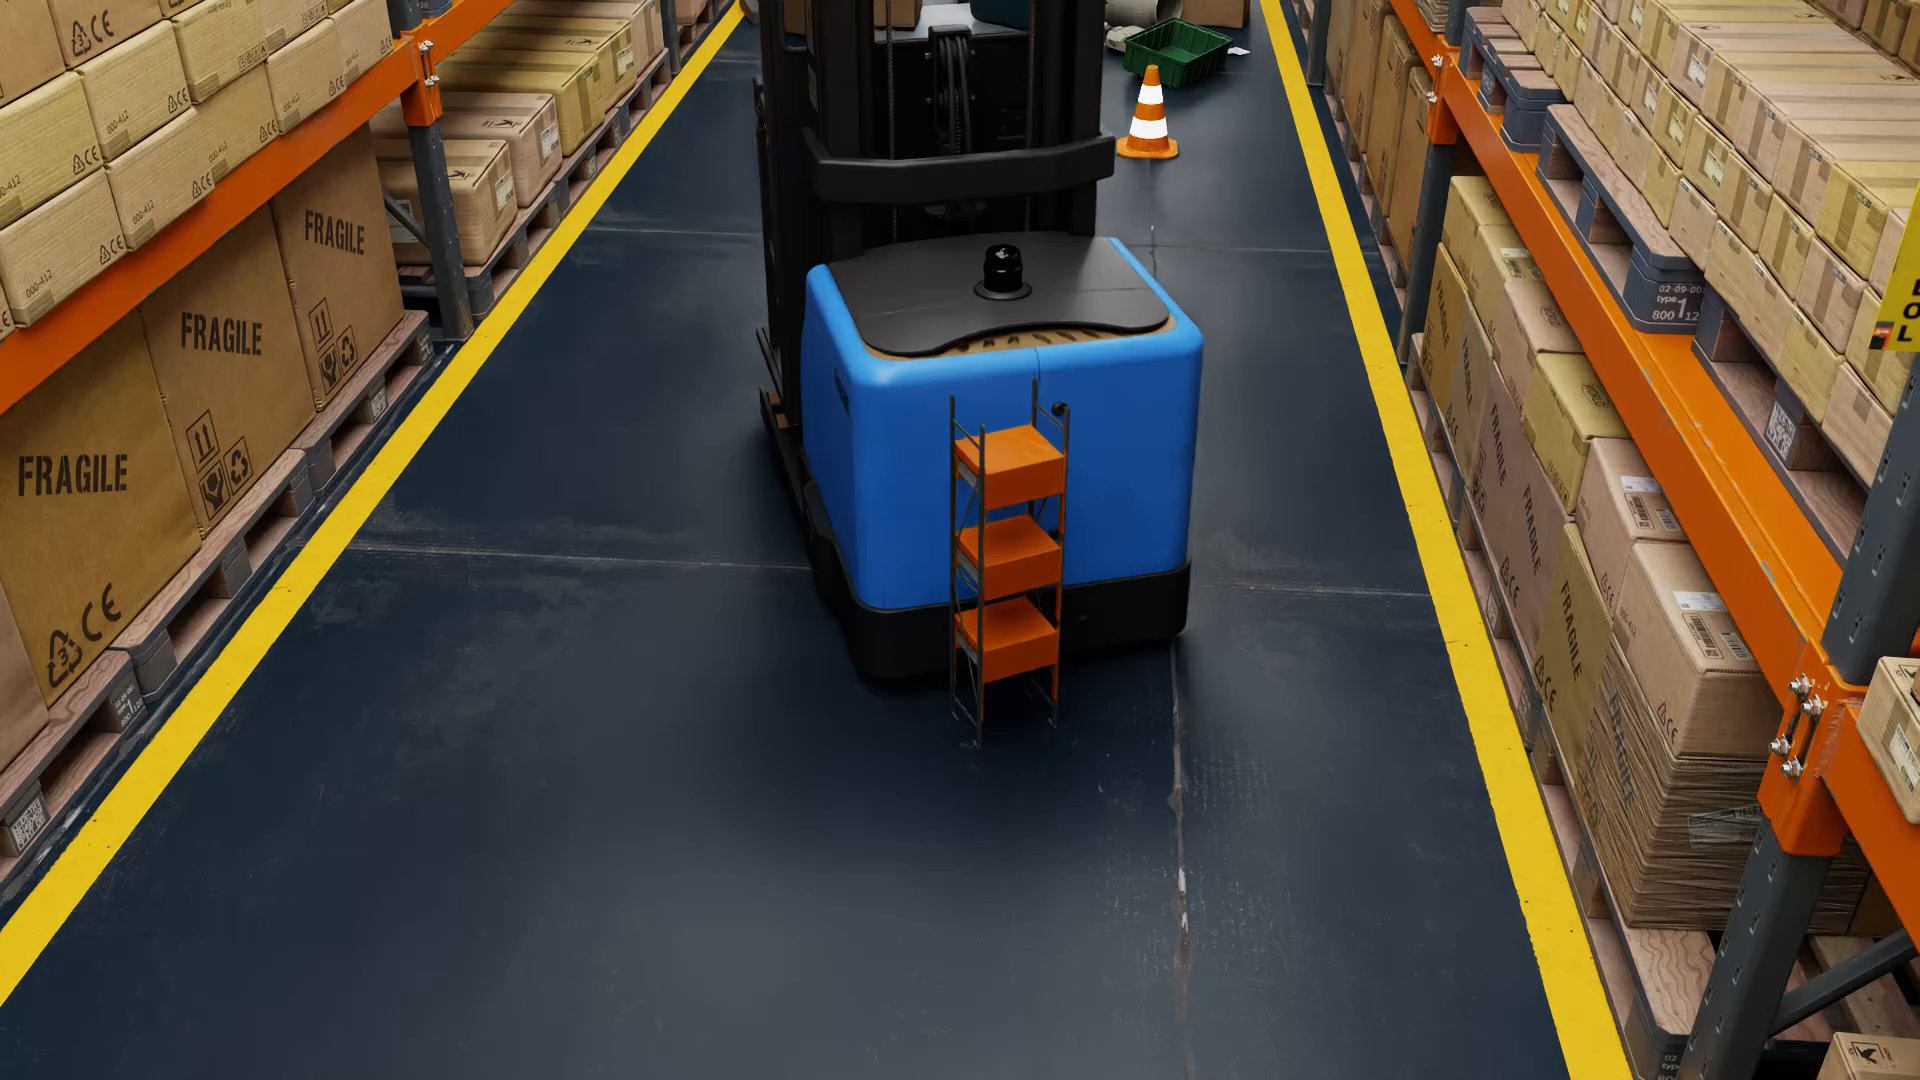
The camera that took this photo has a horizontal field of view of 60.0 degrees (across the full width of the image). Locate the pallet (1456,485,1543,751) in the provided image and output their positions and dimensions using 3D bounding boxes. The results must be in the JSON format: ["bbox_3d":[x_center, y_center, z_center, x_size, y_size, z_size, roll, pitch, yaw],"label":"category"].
[{"bbox_3d":[2.168,0.224,5.186,1.003,0.211,1.213,2,32,4],"label":"pallet"}]

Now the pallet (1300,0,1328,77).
[{"bbox_3d":[2.800,-3.307,10.915,1.003,0.211,1.213,2,32,4],"label":"pallet"}]

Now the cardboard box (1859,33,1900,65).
[{"bbox_3d":[2.645,-1.254,4.482,0.380,0.149,0.250,3,32,5],"label":"cardboard box"}]

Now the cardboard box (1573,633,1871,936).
[{"bbox_3d":[1.818,0.571,3.947,0.500,0.500,0.500,2,32,3],"label":"cardboard box"}]

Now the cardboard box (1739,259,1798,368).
[{"bbox_3d":[1.887,-0.471,3.494,0.380,0.149,0.250,2,32,4],"label":"cardboard box"}]

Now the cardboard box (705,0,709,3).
[{"bbox_3d":[-1.932,-3.843,11.348,0.500,0.250,0.500,4,32,7],"label":"cardboard box"}]

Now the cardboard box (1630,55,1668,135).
[{"bbox_3d":[1.974,-1.148,4.309,0.380,0.149,0.250,4,32,6],"label":"cardboard box"}]

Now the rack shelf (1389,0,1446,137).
[{"bbox_3d":[2.497,-2.748,8.036,1.077,0.370,4.000,2,32,4],"label":"rack shelf"}]

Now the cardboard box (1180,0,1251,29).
[{"bbox_3d":[1.764,-3.892,11.587,0.500,0.500,0.500,8,32,12],"label":"cardboard box"}]

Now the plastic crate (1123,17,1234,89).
[{"bbox_3d":[1.369,-3.074,10.505,0.450,0.188,0.662,29,41,23],"label":"plastic crate"}]

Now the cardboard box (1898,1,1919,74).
[{"bbox_3d":[2.622,-1.245,4.184,0.380,0.149,0.250,3,32,5],"label":"cardboard box"}]

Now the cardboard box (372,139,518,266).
[{"bbox_3d":[-2.551,-1.522,7.465,0.950,0.372,0.625,0,32,1],"label":"cardboard box"}]

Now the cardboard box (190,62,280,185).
[{"bbox_3d":[-2.473,-1.297,5.139,0.500,0.250,0.500,2,32,3],"label":"cardboard box"}]

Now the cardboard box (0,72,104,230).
[{"bbox_3d":[-2.534,-0.979,4.146,0.500,0.250,0.500,3,32,5],"label":"cardboard box"}]

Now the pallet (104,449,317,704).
[{"bbox_3d":[-2.849,0.065,5.443,1.003,0.211,1.213,2,32,4],"label":"pallet"}]

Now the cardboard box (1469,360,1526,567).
[{"bbox_3d":[1.948,-0.232,5.250,0.500,0.500,0.500,2,32,3],"label":"cardboard box"}]

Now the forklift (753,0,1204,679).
[{"bbox_3d":[-0.147,-1.599,5.551,1.130,2.935,3.031,-7,32,-12],"label":"forklift"}]

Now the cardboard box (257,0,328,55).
[{"bbox_3d":[-2.432,-1.784,5.451,0.500,0.250,0.500,2,32,3],"label":"cardboard box"}]

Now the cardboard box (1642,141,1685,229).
[{"bbox_3d":[1.947,-0.886,4.168,0.380,0.149,0.250,4,32,6],"label":"cardboard box"}]

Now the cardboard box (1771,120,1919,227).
[{"bbox_3d":[1.891,-0.736,3.357,0.380,0.149,0.250,1,32,2],"label":"cardboard box"}]

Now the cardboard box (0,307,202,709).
[{"bbox_3d":[-2.896,-0.150,4.759,0.875,0.875,0.875,3,32,5],"label":"cardboard box"}]

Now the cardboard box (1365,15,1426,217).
[{"bbox_3d":[2.542,-2.001,7.882,1.050,0.750,0.750,3,32,5],"label":"cardboard box"}]

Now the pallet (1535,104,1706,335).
[{"bbox_3d":[2.214,-0.890,4.518,1.003,0.211,1.213,2,32,4],"label":"pallet"}]

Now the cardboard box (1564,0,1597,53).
[{"bbox_3d":[2.036,-1.549,4.960,0.380,0.149,0.250,3,32,4],"label":"cardboard box"}]

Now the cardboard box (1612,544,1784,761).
[{"bbox_3d":[1.818,0.249,3.754,0.500,0.250,0.500,2,32,3],"label":"cardboard box"}]

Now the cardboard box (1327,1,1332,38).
[{"bbox_3d":[2.781,-3.700,10.520,0.875,0.875,0.875,3,32,5],"label":"cardboard box"}]

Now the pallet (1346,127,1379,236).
[{"bbox_3d":[2.576,-1.866,8.577,1.003,0.211,1.213,2,32,4],"label":"pallet"}]

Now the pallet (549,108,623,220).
[{"bbox_3d":[-2.440,-2.025,8.834,1.003,0.211,1.213,2,32,4],"label":"pallet"}]

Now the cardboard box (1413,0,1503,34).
[{"bbox_3d":[2.104,-2.298,6.524,0.500,0.500,0.500,2,32,4],"label":"cardboard box"}]

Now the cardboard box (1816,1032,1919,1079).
[{"bbox_3d":[1.774,1.036,2.960,0.380,0.149,0.250,4,32,6],"label":"cardboard box"}]

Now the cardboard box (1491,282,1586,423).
[{"bbox_3d":[1.943,-0.569,5.081,0.500,0.250,0.500,3,32,4],"label":"cardboard box"}]

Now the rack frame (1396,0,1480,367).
[{"bbox_3d":[2.335,-2.008,6.150,1.000,3.000,0.127,2,32,4],"label":"rack frame"}]

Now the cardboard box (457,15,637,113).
[{"bbox_3d":[-2.377,-2.668,9.325,0.950,0.372,0.625,4,32,7],"label":"cardboard box"}]

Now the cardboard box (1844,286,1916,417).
[{"bbox_3d":[1.844,-0.332,2.985,0.380,0.149,0.250,3,32,5],"label":"cardboard box"}]

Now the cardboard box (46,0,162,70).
[{"bbox_3d":[-2.518,-1.561,4.376,0.500,0.500,0.500,2,32,3],"label":"cardboard box"}]

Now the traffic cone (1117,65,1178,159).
[{"bbox_3d":[1.046,-2.383,9.176,0.336,0.463,0.334,2,32,4],"label":"traffic cone"}]

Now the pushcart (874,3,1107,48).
[{"bbox_3d":[-0.005,-3.071,10.373,1.648,0.377,0.936,-8,33,-13],"label":"pushcart"}]

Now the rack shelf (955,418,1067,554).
[{"bbox_3d":[0.128,-0.147,4.466,0.240,0.259,0.215,-14,35,-21],"label":"rack shelf"}]

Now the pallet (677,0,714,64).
[{"bbox_3d":[-2.262,-3.424,11.105,1.003,0.211,1.213,2,32,4],"label":"pallet"}]

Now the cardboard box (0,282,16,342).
[{"bbox_3d":[-2.593,-0.501,3.847,0.500,0.250,0.500,2,32,3],"label":"cardboard box"}]

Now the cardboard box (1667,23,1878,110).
[{"bbox_3d":[1.954,-1.142,4.015,0.380,0.149,0.250,1,32,2],"label":"cardboard box"}]

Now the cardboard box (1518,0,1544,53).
[{"bbox_3d":[2.075,-1.715,5.512,0.380,0.149,0.250,4,32,6],"label":"cardboard box"}]

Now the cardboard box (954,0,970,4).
[{"bbox_3d":[0.356,-3.829,11.355,0.797,0.637,0.503,2,32,4],"label":"cardboard box"}]

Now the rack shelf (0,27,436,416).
[{"bbox_3d":[-2.770,-0.815,4.899,1.077,0.370,4.000,2,32,4],"label":"rack shelf"}]

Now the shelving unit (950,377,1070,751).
[{"bbox_3d":[0.128,0.085,4.611,0.252,1.050,0.215,-14,35,-21],"label":"shelving unit"}]

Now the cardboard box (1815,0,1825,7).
[{"bbox_3d":[2.689,-1.650,4.840,0.380,0.149,0.250,3,32,5],"label":"cardboard box"}]

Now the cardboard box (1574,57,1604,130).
[{"bbox_3d":[2.014,-1.293,4.828,0.380,0.149,0.250,3,32,6],"label":"cardboard box"}]

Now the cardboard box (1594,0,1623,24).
[{"bbox_3d":[2.018,-1.551,4.680,0.380,0.149,0.250,4,32,6],"label":"cardboard box"}]

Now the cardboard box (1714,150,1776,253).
[{"bbox_3d":[1.906,-0.742,3.651,0.380,0.149,0.250,1,32,2],"label":"cardboard box"}]
